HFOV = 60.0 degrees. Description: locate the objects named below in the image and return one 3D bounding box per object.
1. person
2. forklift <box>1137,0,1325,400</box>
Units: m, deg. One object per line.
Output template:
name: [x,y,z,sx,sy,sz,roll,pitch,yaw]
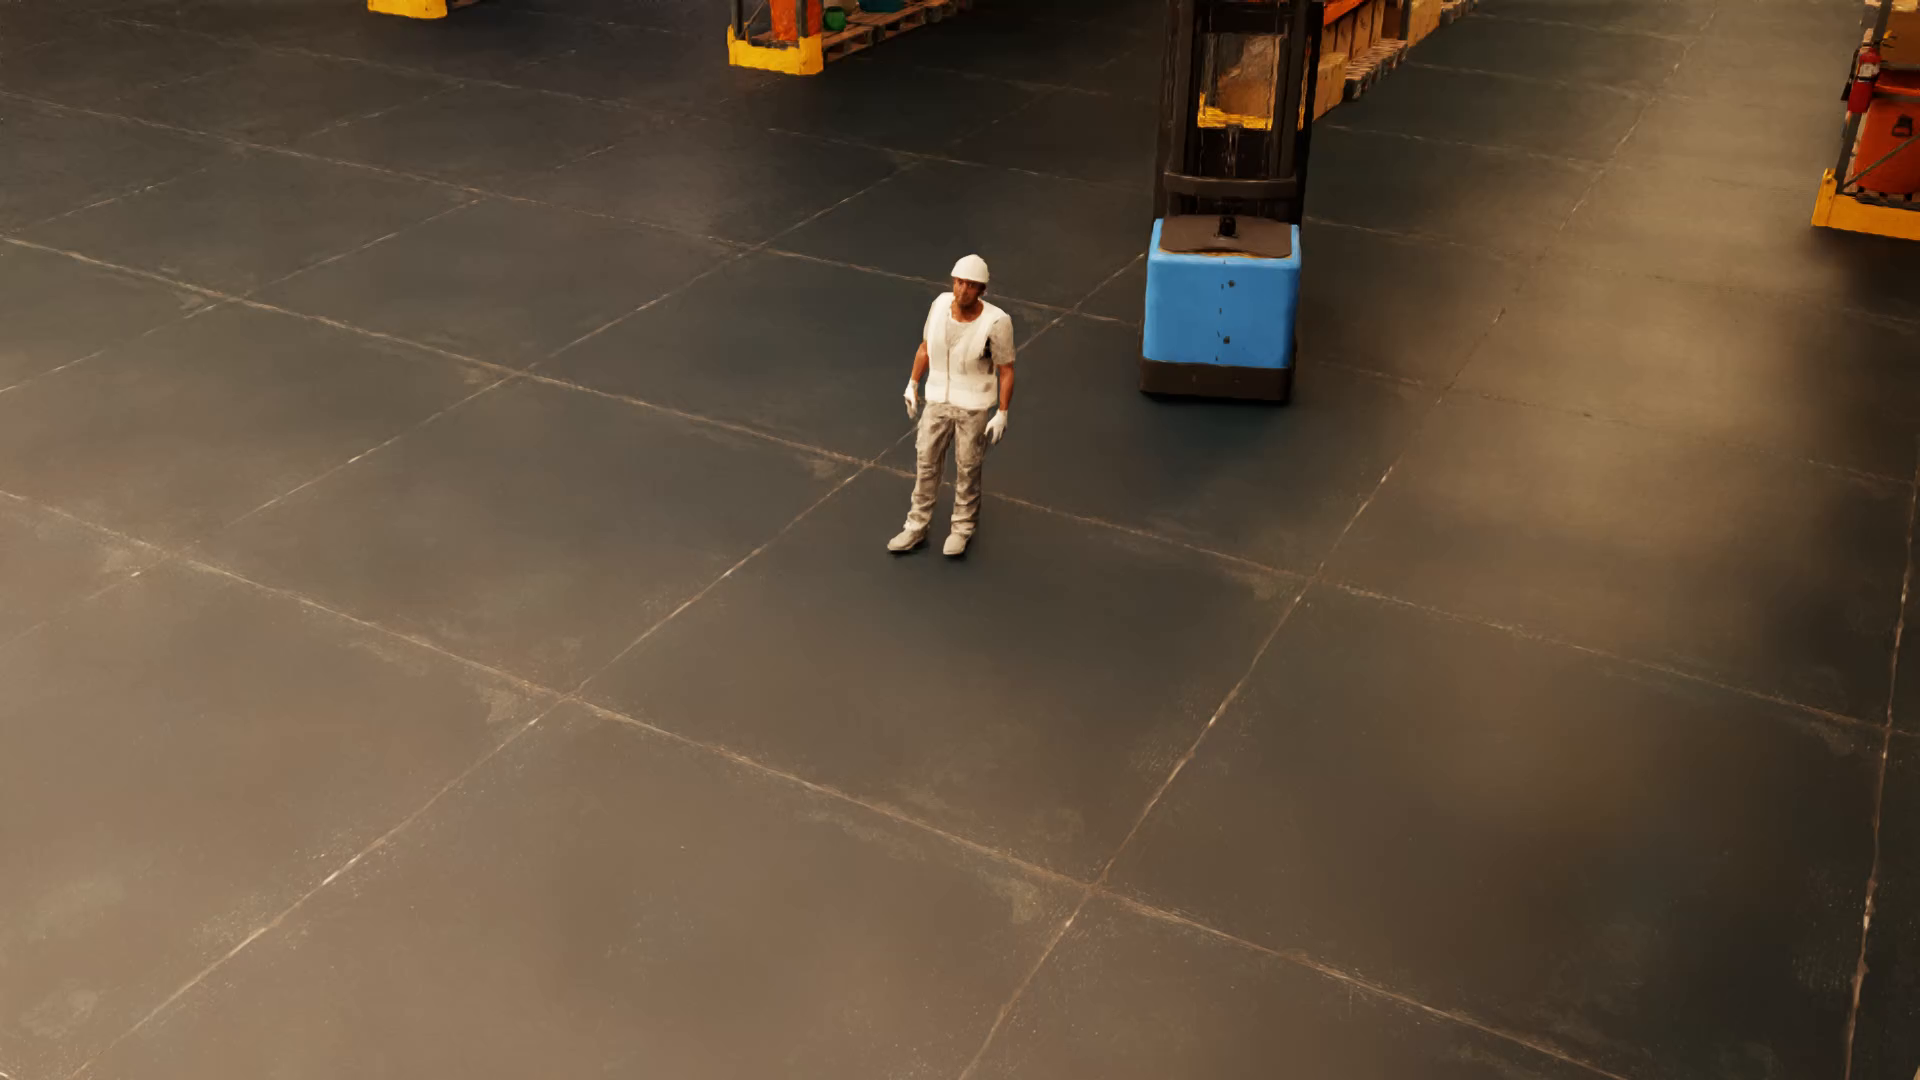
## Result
person: [-0.042,-0.749,9.502,0.655,1.782,0.576,15,33,25]
forklift: [2.002,-2.956,12.192,1.130,2.935,3.031,4,30,8]
